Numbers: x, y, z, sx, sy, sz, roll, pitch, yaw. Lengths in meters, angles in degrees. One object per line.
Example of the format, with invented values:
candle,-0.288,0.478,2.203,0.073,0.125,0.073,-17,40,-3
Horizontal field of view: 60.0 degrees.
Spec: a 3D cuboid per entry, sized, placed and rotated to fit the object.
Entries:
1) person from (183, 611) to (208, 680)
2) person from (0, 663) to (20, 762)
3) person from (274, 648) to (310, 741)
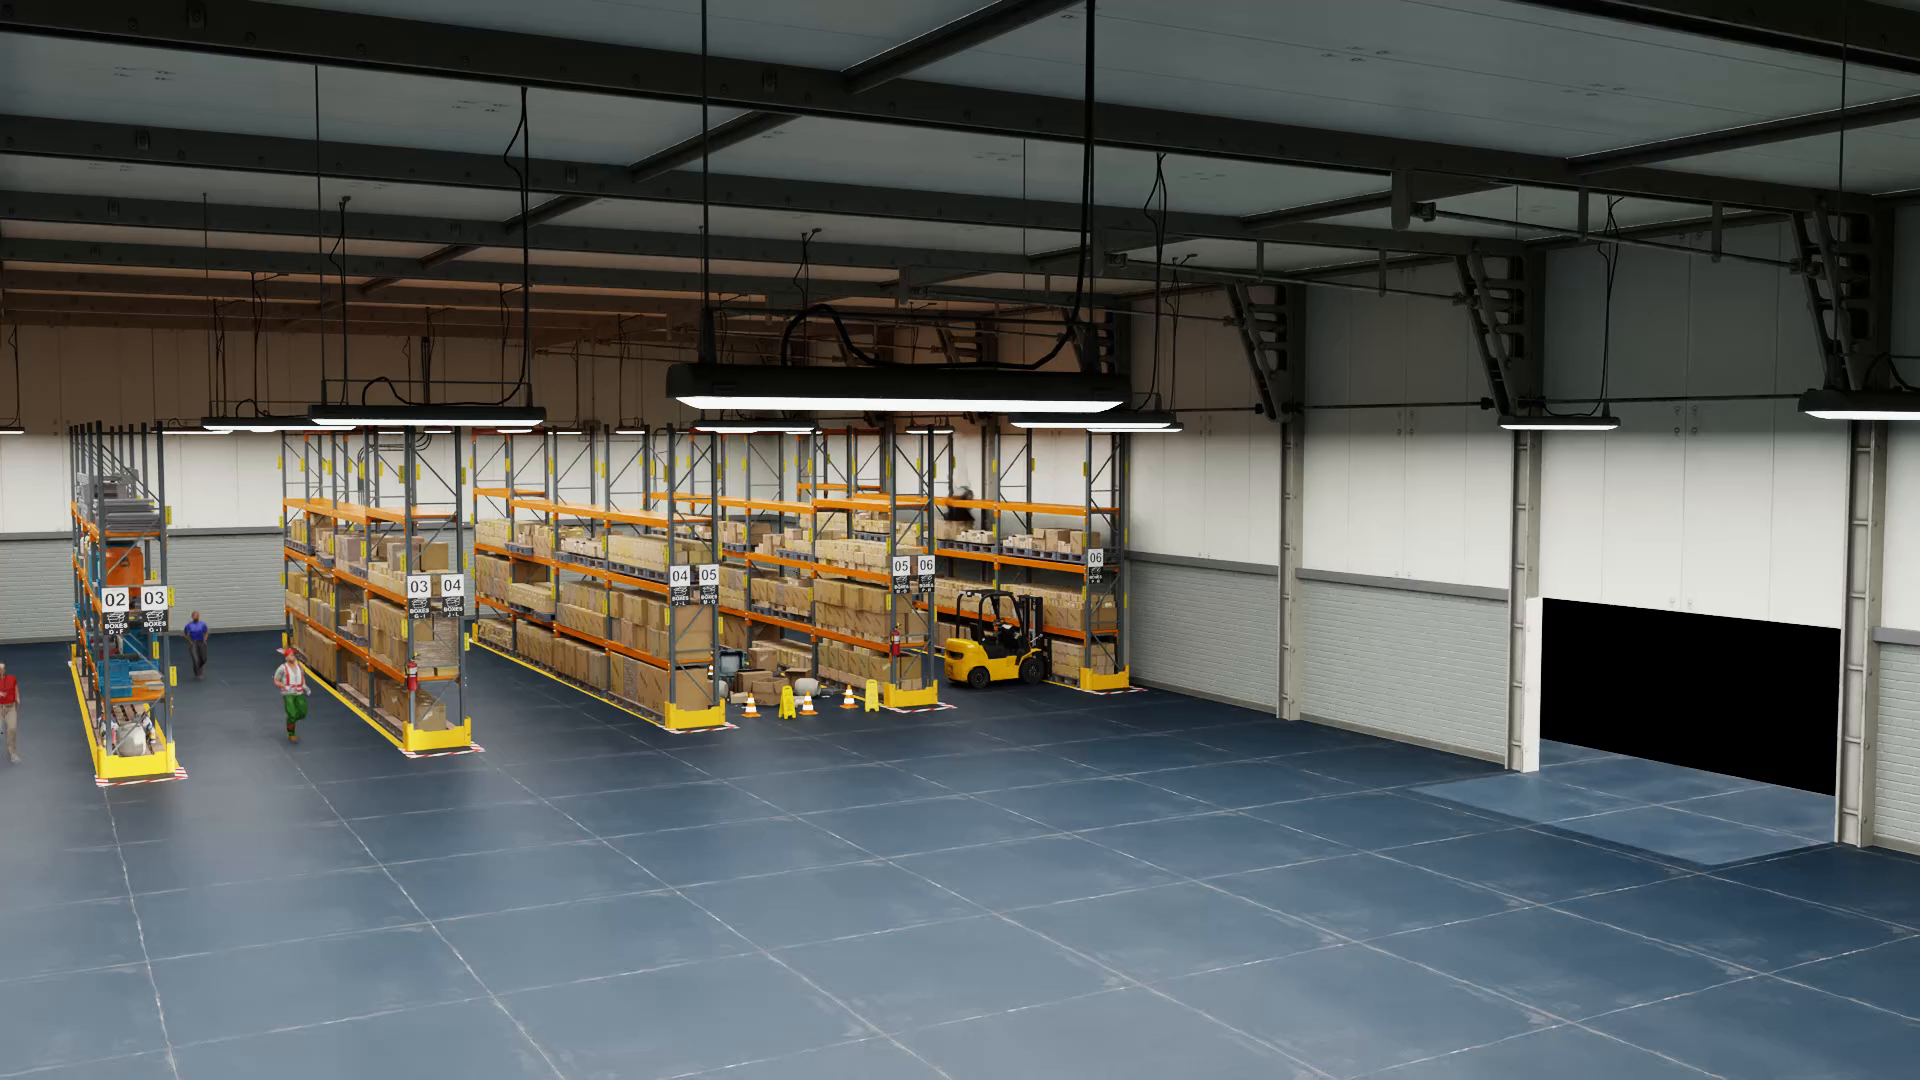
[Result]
person,-18.049,2.487,39.316,0.556,1.607,0.548,-2,4,-34
person,-16.930,3.022,29.385,0.980,1.726,0.680,3,5,40
person,-12.607,2.916,31.402,0.596,1.741,0.656,3,4,38
